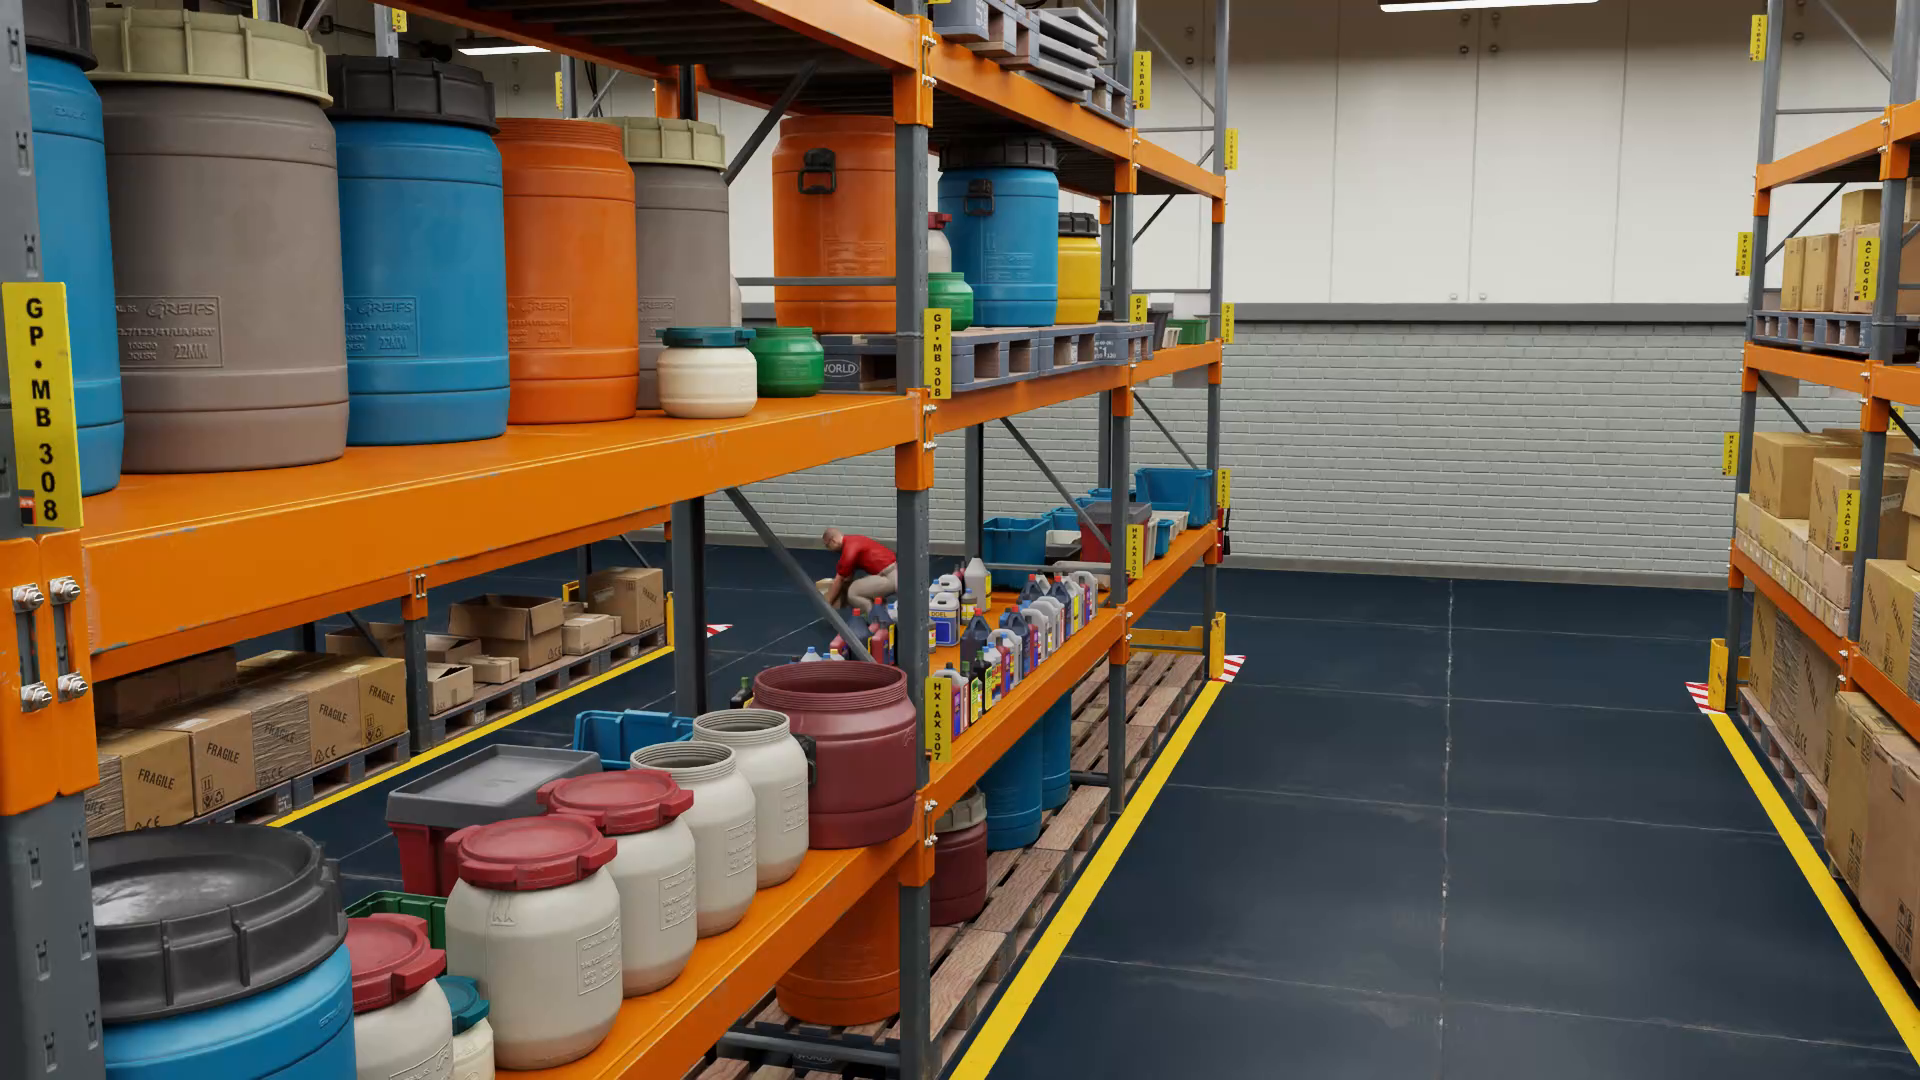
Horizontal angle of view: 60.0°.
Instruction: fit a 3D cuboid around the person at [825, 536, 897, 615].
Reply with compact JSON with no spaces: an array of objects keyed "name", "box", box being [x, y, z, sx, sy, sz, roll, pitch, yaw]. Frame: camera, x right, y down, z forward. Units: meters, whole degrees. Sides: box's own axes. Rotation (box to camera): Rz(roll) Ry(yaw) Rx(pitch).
[{"name":"person","box":[-0.873,0.380,15.938,0.823,0.856,0.527,2,9,15]}]
